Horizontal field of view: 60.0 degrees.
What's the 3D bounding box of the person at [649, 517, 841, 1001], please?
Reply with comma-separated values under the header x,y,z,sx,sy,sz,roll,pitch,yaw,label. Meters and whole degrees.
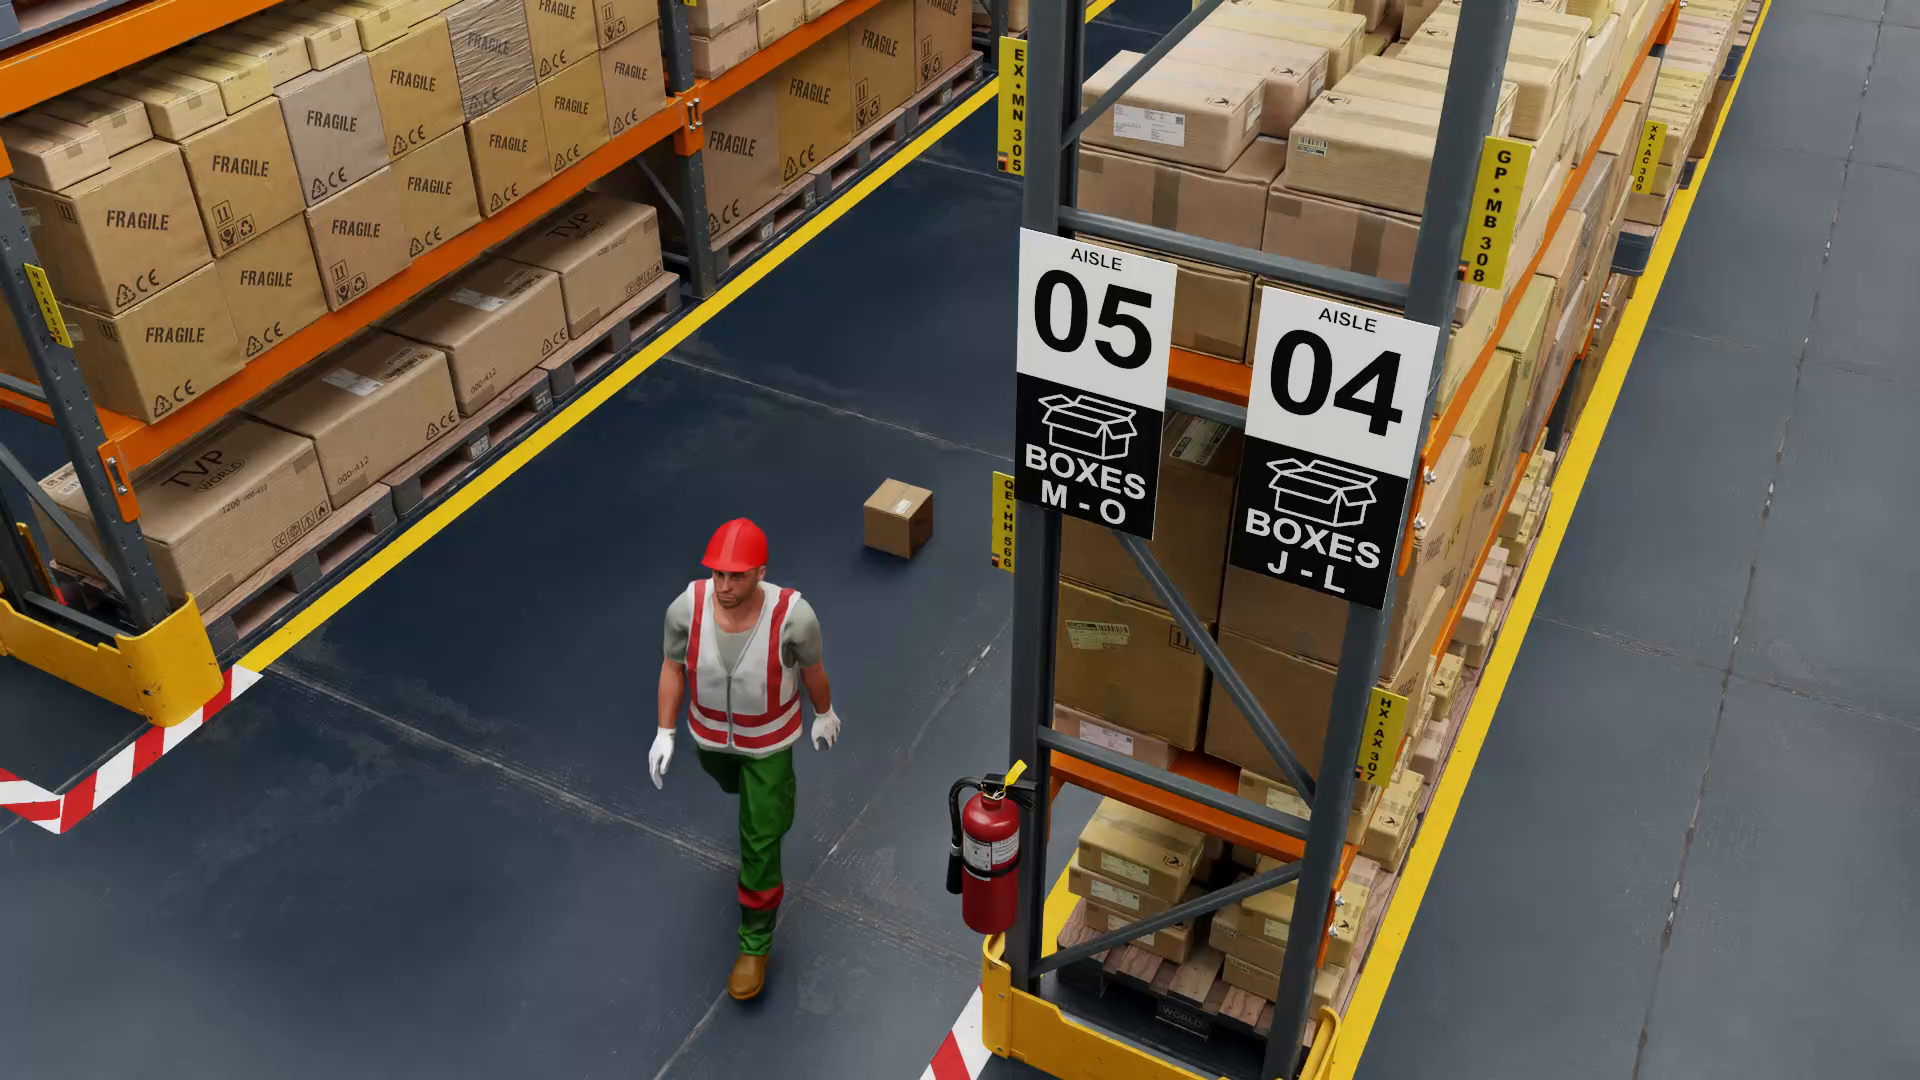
x,y,z,sx,sy,sz,roll,pitch,yaw,label
-0.764,0.675,5.865,0.594,1.743,1.085,8,38,10,person
